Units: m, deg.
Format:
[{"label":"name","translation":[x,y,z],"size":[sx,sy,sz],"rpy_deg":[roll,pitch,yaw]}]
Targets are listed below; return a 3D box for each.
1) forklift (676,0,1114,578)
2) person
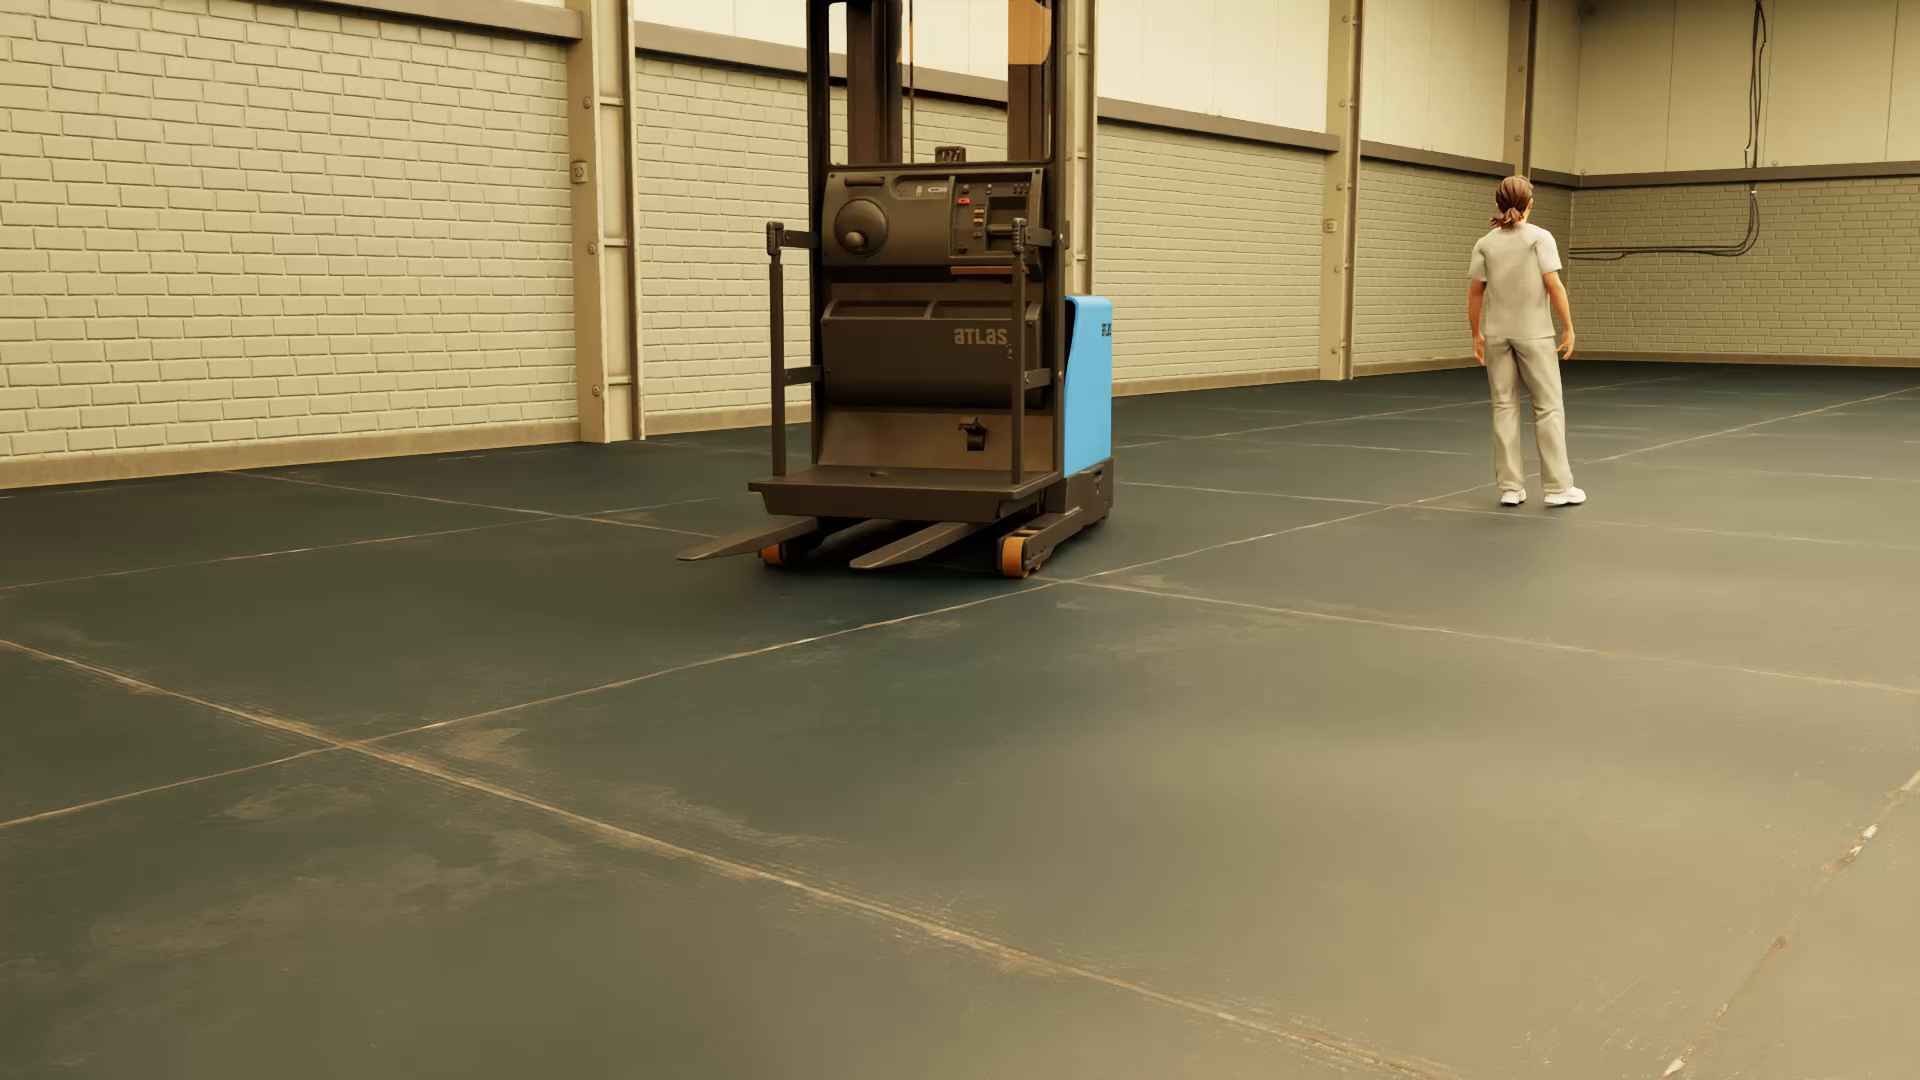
[{"label":"forklift","translation":[-0.176,-1.366,6.616],"size":[1.130,2.935,3.031],"rpy_deg":[3,9,17]},{"label":"person","translation":[2.915,-1.026,8.574],"size":[0.550,1.673,0.548],"rpy_deg":[7,11,39]}]
